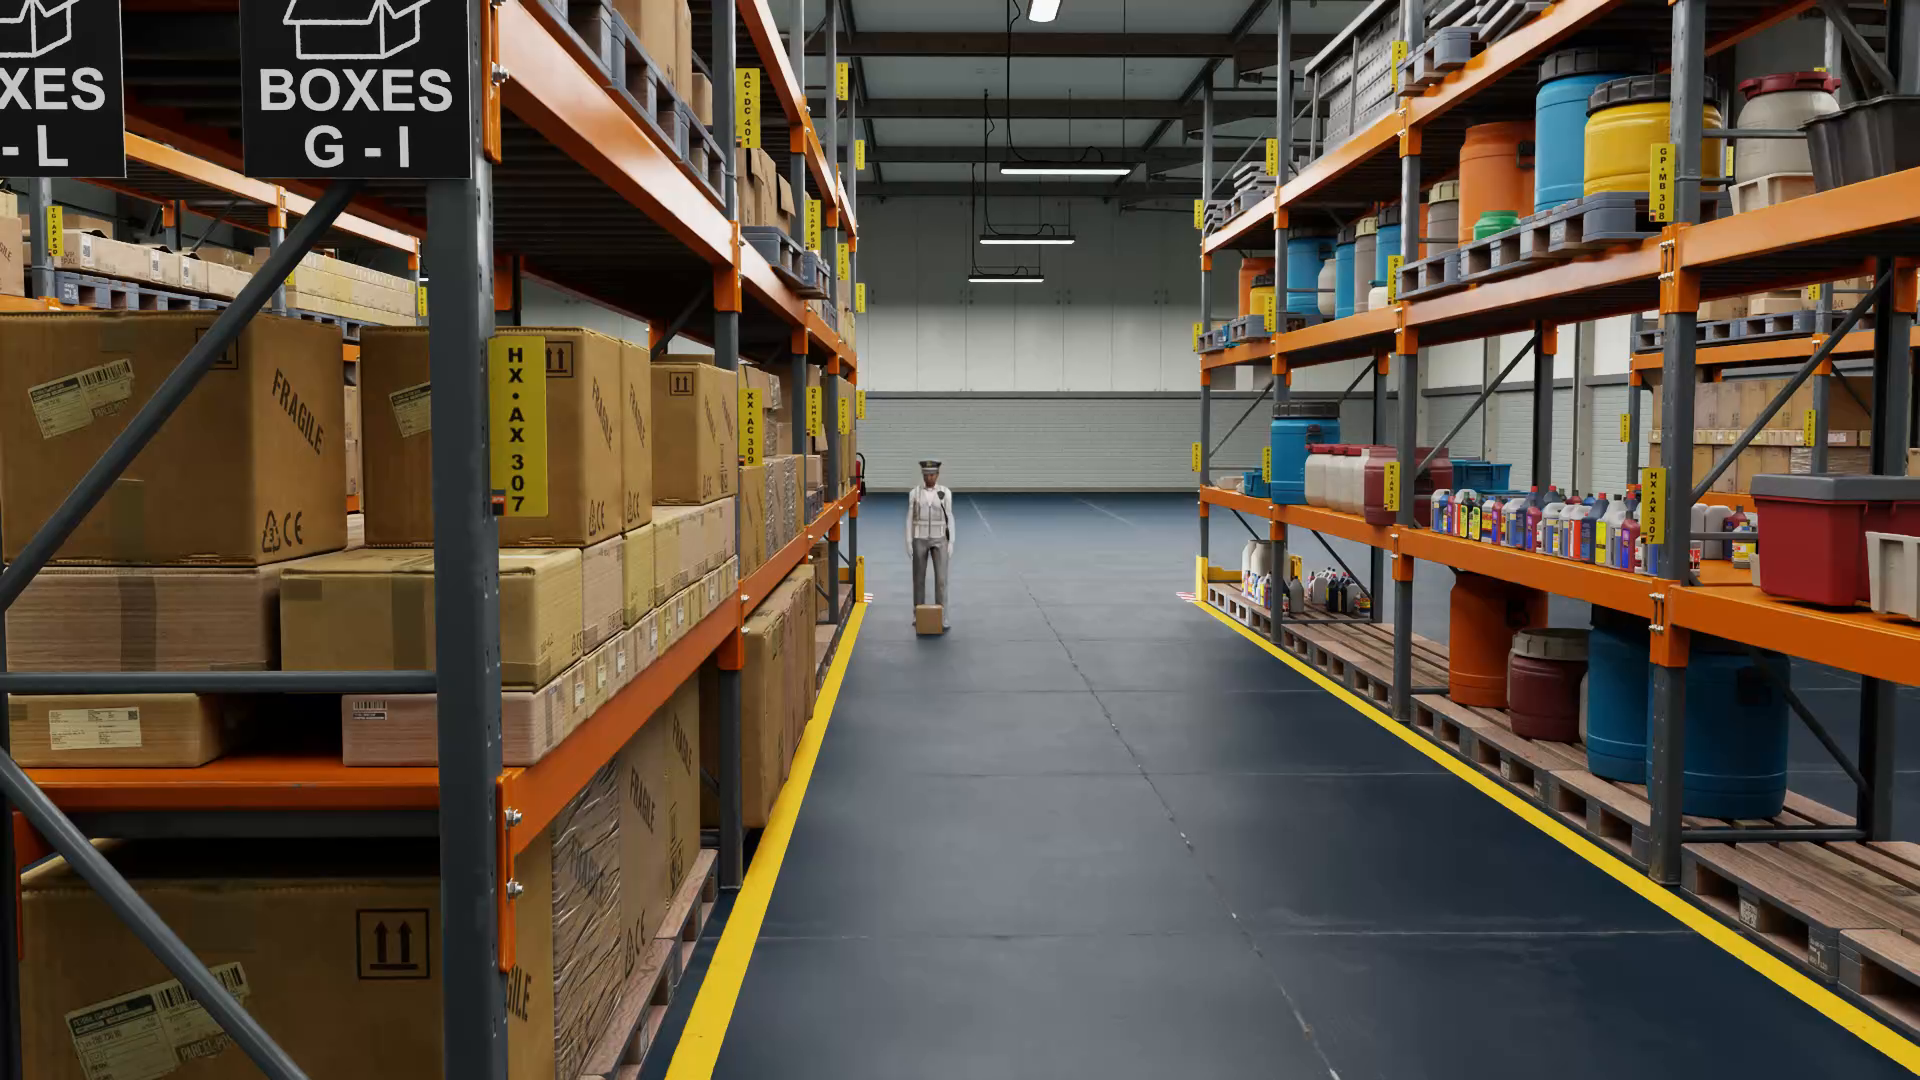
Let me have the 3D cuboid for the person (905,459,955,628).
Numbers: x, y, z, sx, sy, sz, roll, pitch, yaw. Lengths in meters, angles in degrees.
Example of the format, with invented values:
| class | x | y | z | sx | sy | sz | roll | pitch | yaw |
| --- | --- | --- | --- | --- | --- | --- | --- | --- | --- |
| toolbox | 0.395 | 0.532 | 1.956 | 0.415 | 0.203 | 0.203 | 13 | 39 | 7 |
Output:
| class | x | y | z | sx | sy | sz | roll | pitch | yaw |
| --- | --- | --- | --- | --- | --- | --- | --- | --- | --- |
| person | -0.294 | 0.037 | 16.437 | 0.491 | 1.666 | 0.583 | 0 | 4 | -1 |
